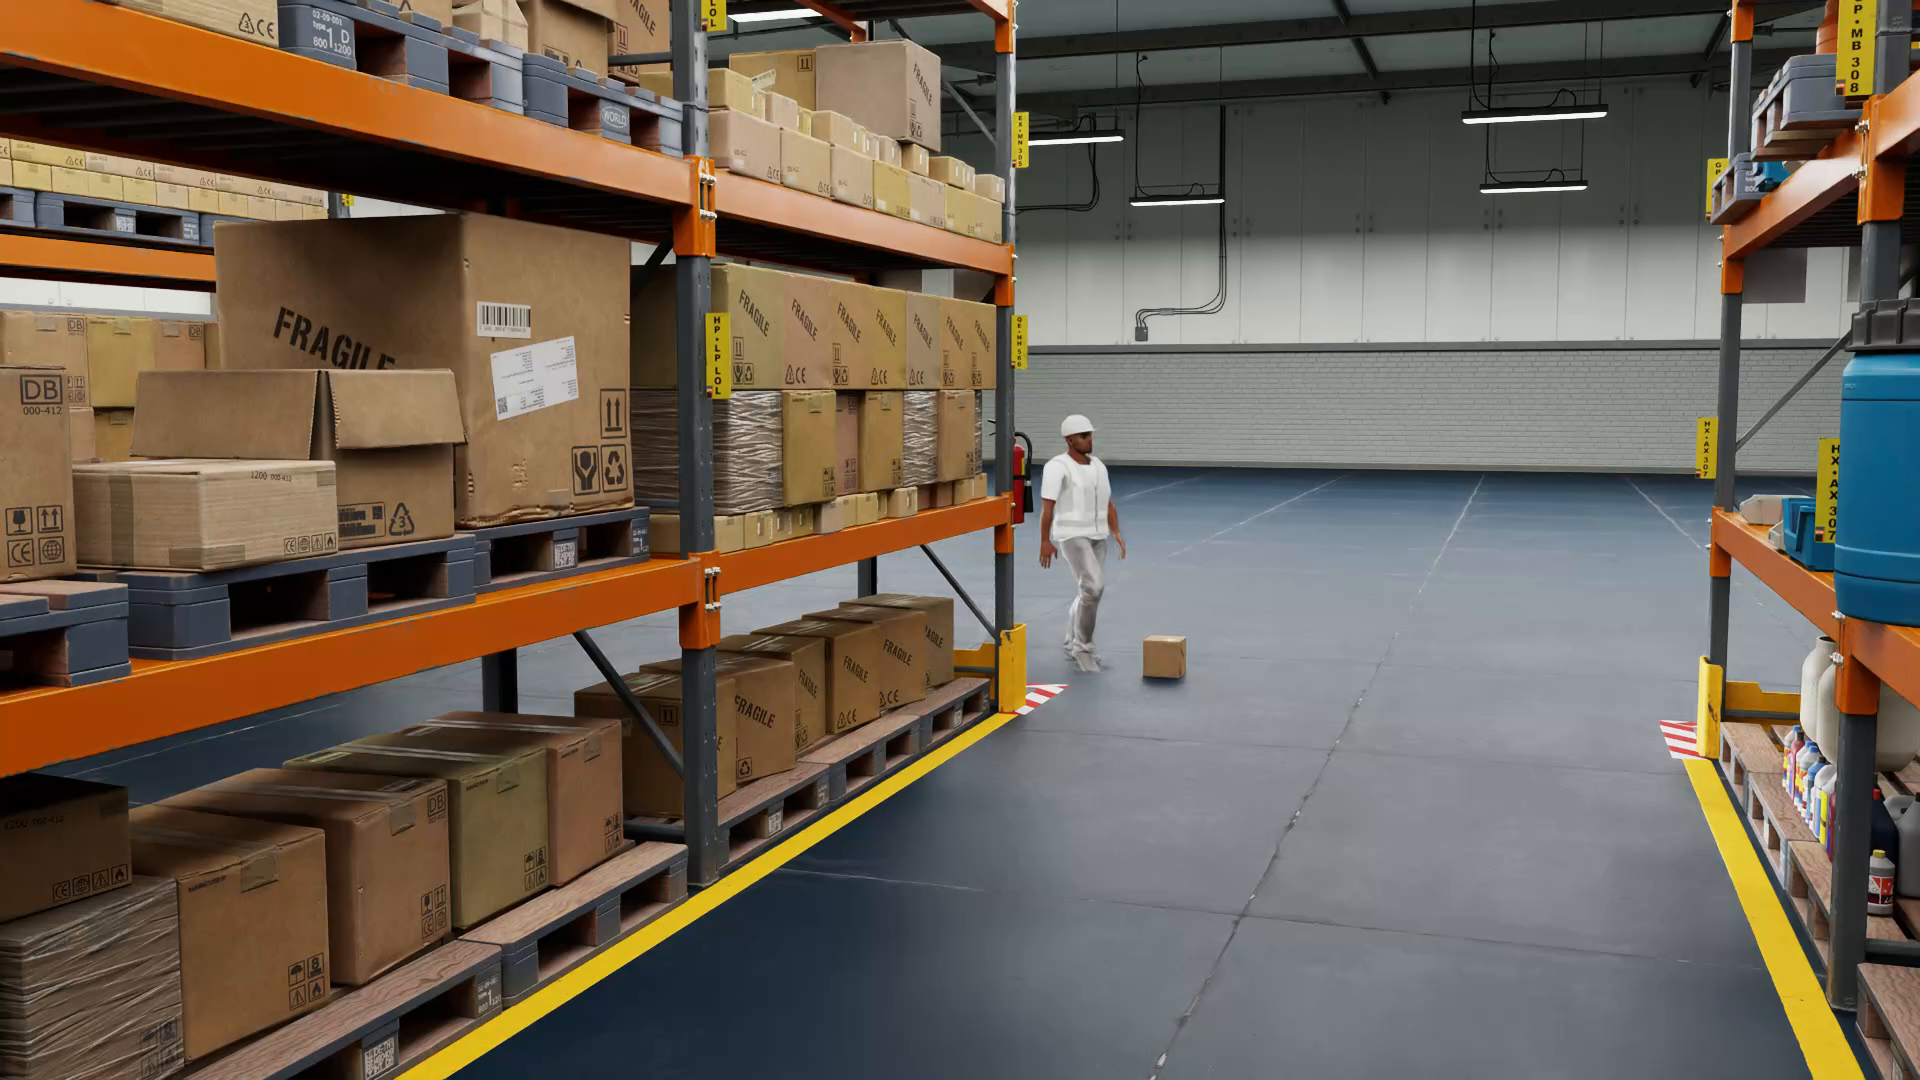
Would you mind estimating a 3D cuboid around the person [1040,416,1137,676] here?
[{"bbox_3d":[0.996,0.017,11.574,0.764,1.748,0.629,5,7,43],"label":"person"}]
